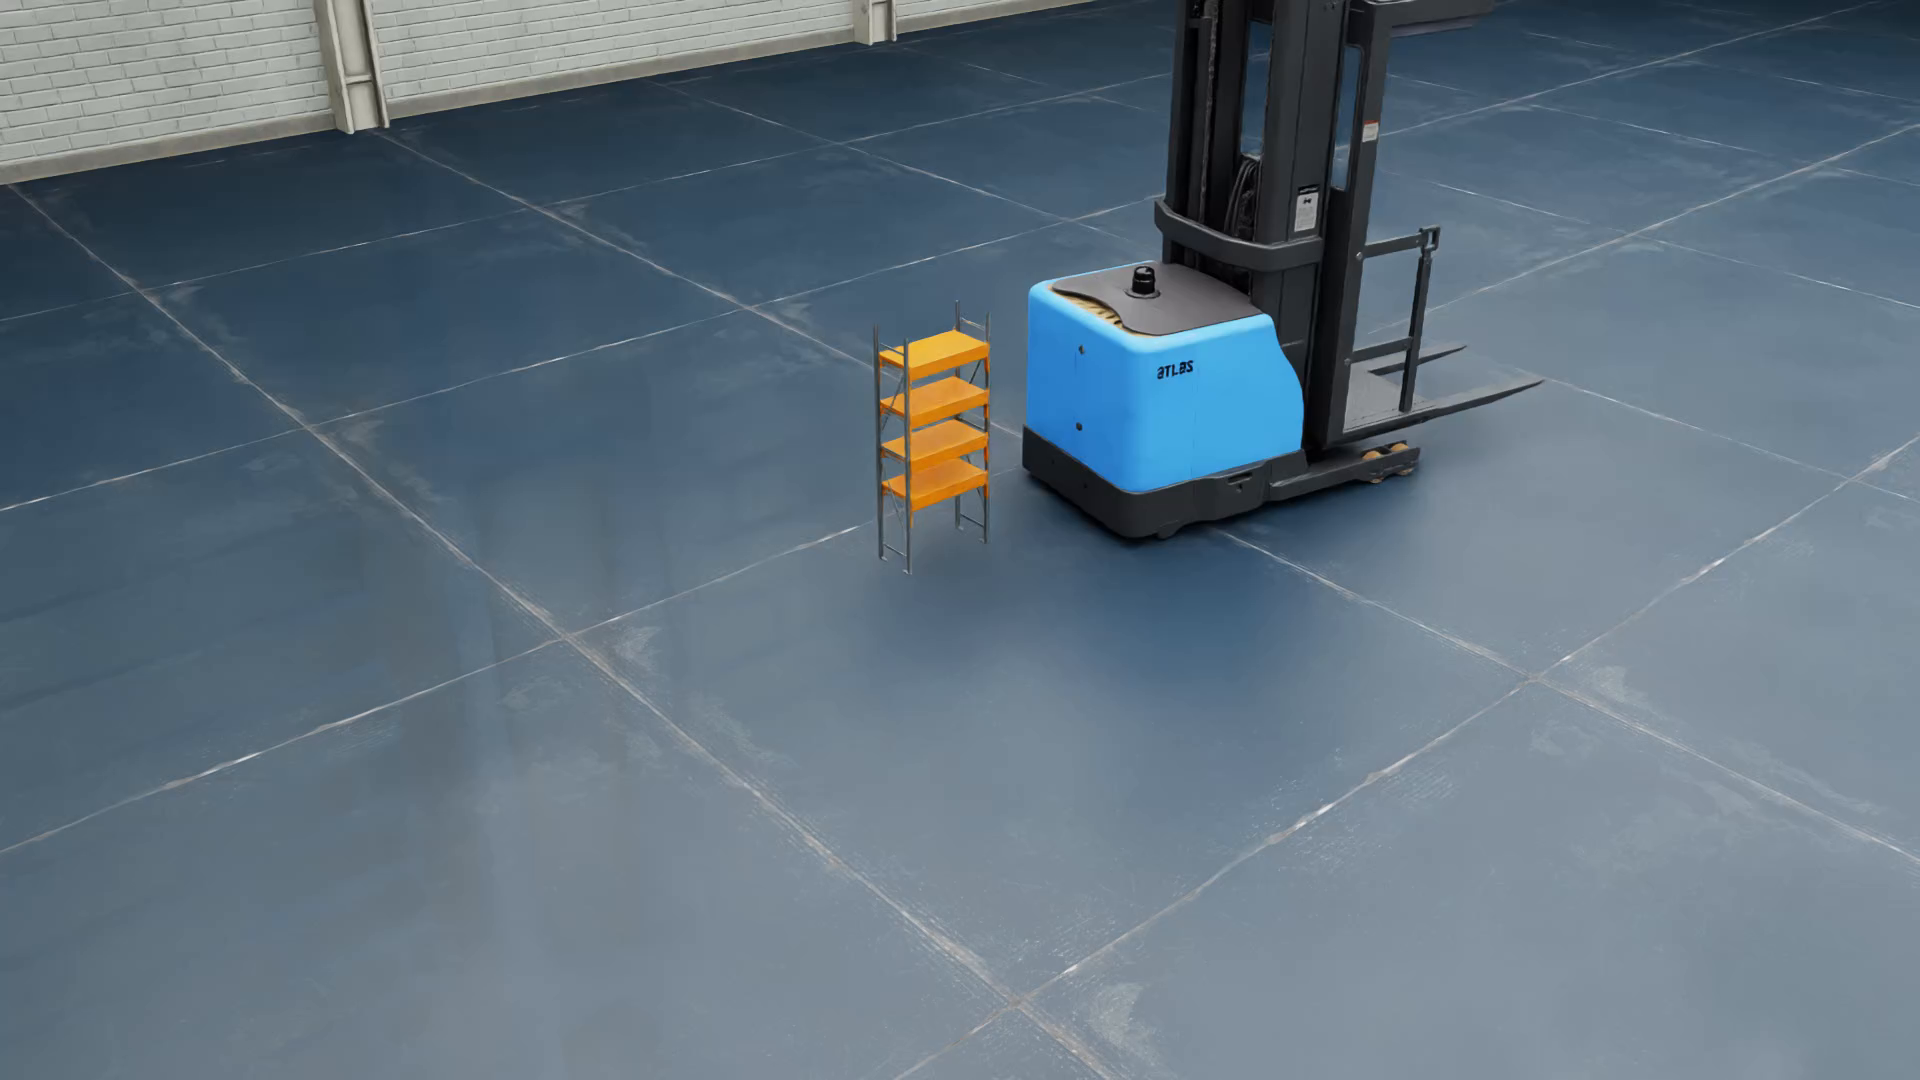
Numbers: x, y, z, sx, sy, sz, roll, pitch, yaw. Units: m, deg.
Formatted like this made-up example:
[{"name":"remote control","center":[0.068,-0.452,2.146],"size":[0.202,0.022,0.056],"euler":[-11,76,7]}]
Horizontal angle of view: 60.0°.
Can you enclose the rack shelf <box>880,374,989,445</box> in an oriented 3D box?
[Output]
[{"name":"rack shelf","center":[-0.126,-0.616,7.799],"size":[0.480,0.148,0.258],"euler":[-22,35,-35]}]

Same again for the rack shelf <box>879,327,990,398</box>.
[{"name":"rack shelf","center":[-0.126,-0.825,7.687],"size":[0.480,0.148,0.258],"euler":[-22,35,-35]}]

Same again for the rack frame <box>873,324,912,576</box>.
[{"name":"rack frame","center":[-0.312,-0.404,7.733],"size":[0.015,1.200,0.240],"euler":[-22,35,-35]}]

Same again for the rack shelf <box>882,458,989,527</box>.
[{"name":"rack shelf","center":[-0.126,-0.244,7.998],"size":[0.480,0.148,0.258],"euler":[-22,35,-35]}]

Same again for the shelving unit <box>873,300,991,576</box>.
[{"name":"shelving unit","center":[-0.126,-0.479,7.872],"size":[0.503,1.200,0.258],"euler":[-22,35,-35]}]

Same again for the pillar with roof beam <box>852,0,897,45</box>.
[{"name":"pillar with roof beam","center":[1.829,-8.082,13.825],"size":[0.400,9.000,9.100],"euler":[-22,35,-35]}]

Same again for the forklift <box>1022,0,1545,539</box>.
[{"name":"forklift","center":[1.866,-1.793,8.496],"size":[3.031,2.935,1.130],"euler":[-15,32,-26]}]

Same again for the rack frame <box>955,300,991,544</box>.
[{"name":"rack frame","center":[0.060,-0.553,8.012],"size":[0.015,1.200,0.240],"euler":[-22,35,-35]}]

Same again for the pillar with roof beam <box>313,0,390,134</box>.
[{"name":"pillar with roof beam","center":[-2.735,-6.246,10.391],"size":[0.400,9.000,9.100],"euler":[-22,35,-35]}]

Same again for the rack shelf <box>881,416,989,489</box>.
[{"name":"rack shelf","center":[-0.126,-0.419,7.904],"size":[0.480,0.148,0.258],"euler":[-22,35,-35]}]
